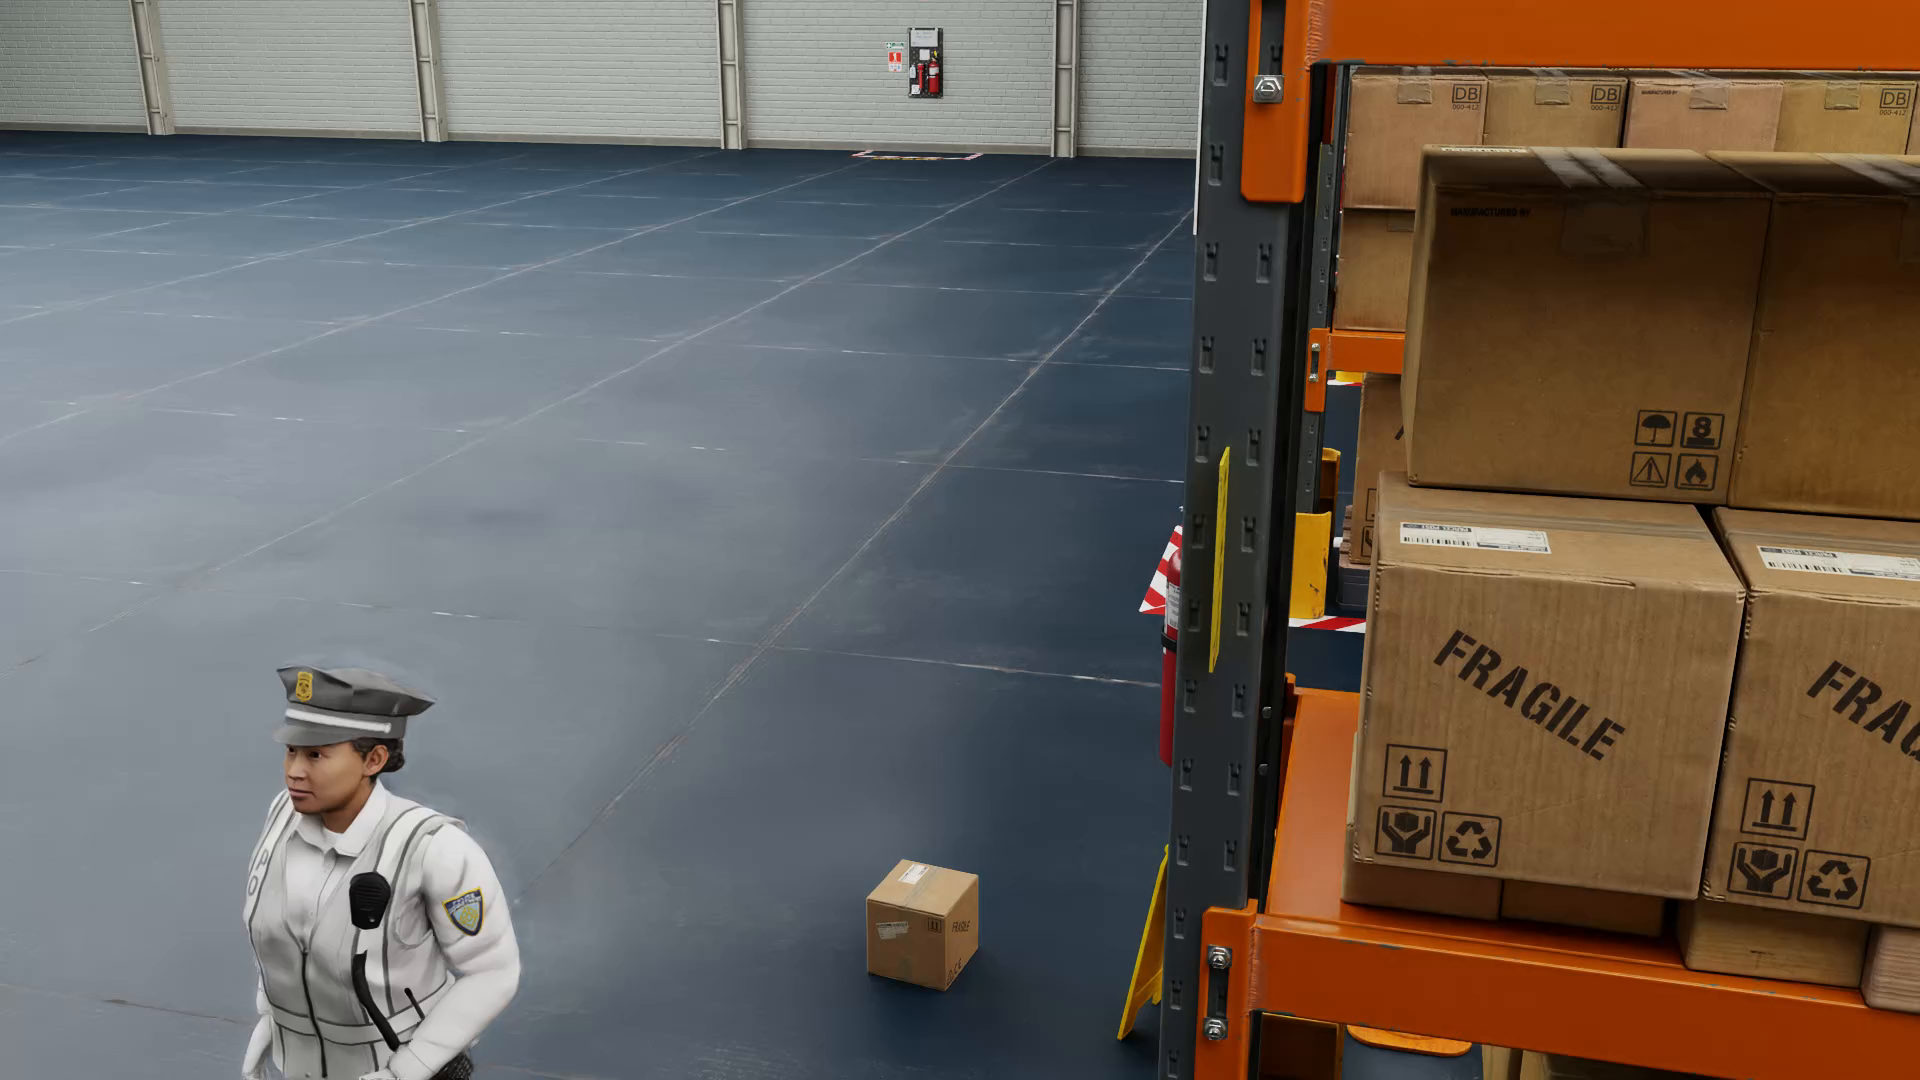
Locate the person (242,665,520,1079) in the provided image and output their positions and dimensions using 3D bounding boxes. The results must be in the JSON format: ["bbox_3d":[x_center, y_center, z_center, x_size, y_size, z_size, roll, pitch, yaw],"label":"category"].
[{"bbox_3d":[-1.113,0.989,3.082,0.608,1.631,0.487,6,19,17],"label":"person"}]
